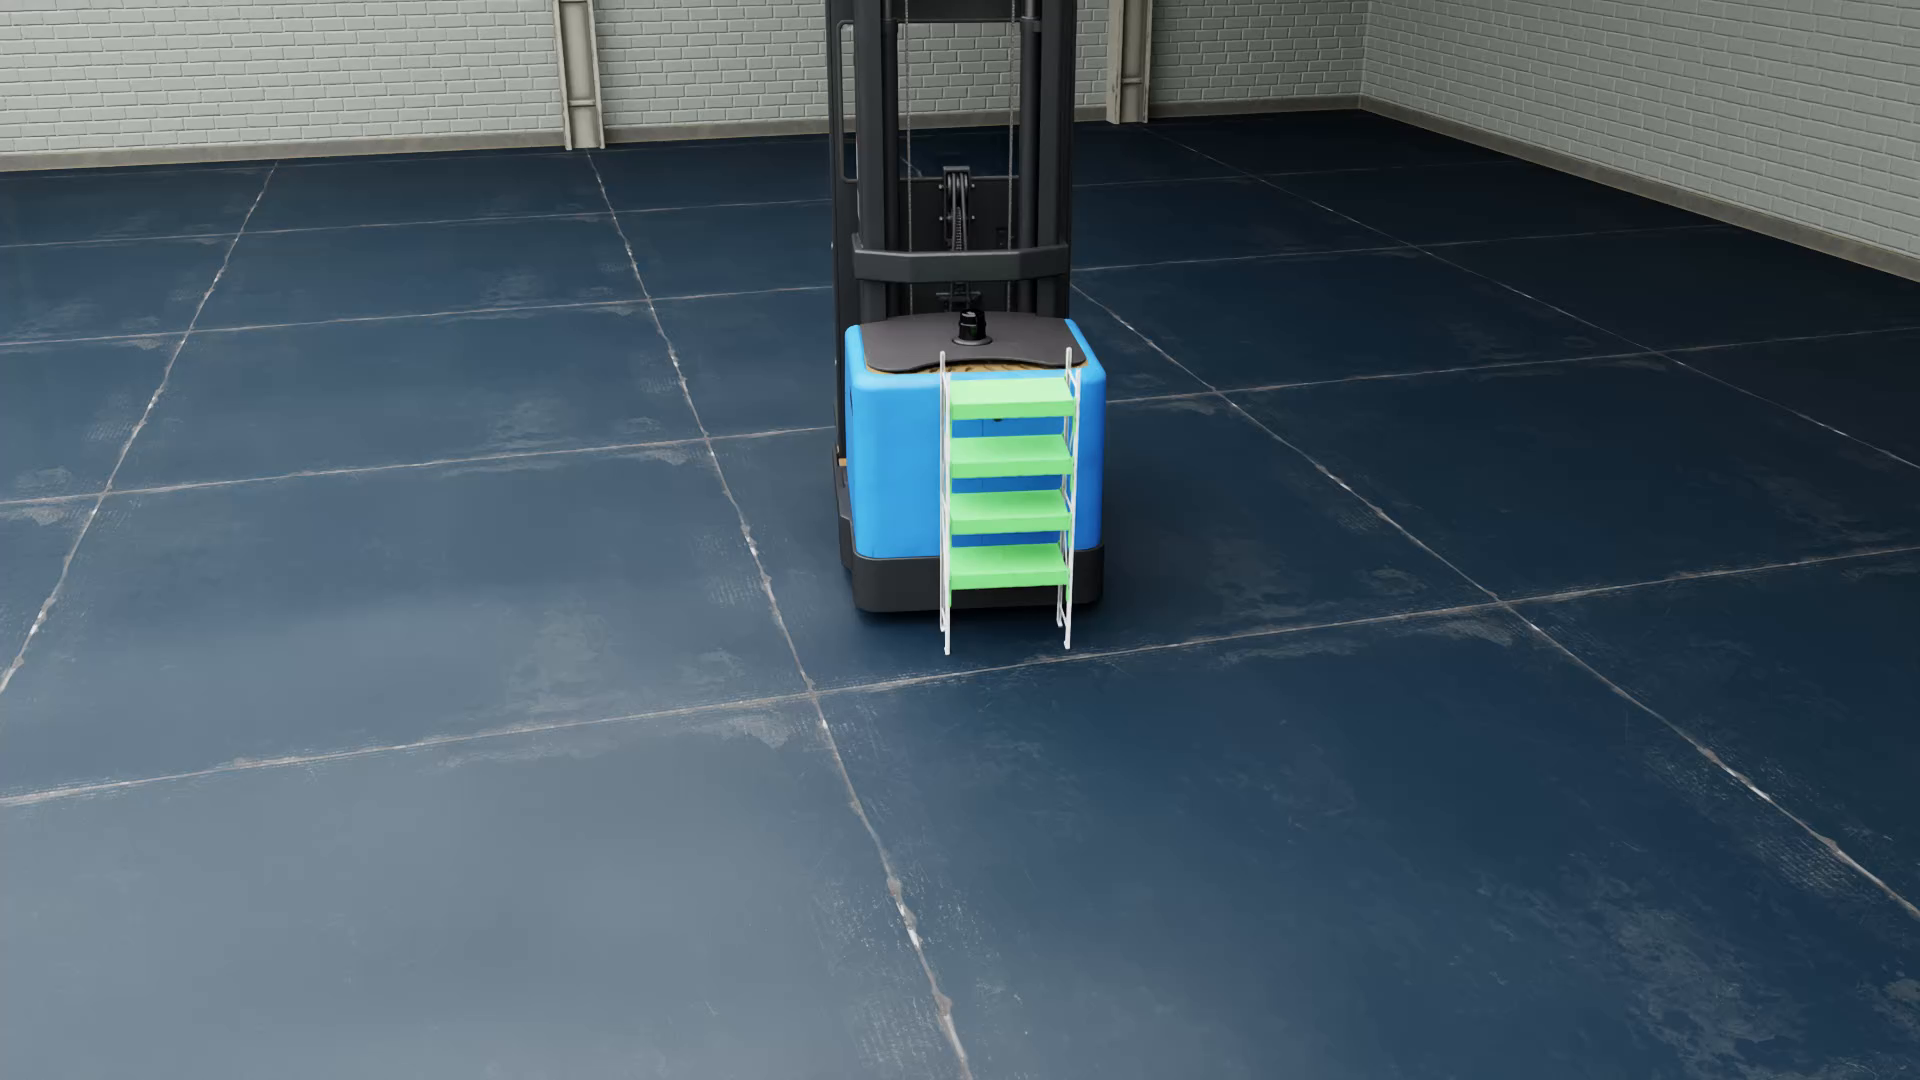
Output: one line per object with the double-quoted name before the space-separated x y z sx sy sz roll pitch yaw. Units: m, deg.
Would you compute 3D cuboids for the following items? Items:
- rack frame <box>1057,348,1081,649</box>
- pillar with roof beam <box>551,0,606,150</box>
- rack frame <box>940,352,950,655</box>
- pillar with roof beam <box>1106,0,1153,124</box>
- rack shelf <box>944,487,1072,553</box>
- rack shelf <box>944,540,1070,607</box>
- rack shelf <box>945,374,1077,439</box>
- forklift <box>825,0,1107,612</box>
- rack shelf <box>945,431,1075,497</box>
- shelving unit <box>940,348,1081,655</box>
"rack frame" 0.427 -0.149 6.558 0.015 1.200 0.240 -2 27 -5
"pillar with roof beam" -2.733 -6.590 11.695 0.400 9.000 9.100 -6 24 -14
"rack frame" -0.059 -0.129 6.511 0.015 1.200 0.240 -2 27 -5
"pillar with roof beam" 3.044 -7.229 13.185 0.400 9.000 9.100 -6 24 -14
"rack shelf" 0.184 -0.082 6.563 0.480 0.148 0.258 -2 27 -5
"rack shelf" 0.182 0.133 6.670 0.480 0.148 0.258 -2 27 -5
"rack shelf" 0.186 -0.511 6.348 0.480 0.148 0.258 -2 27 -5
"forklift" -0.065 -1.592 7.743 1.130 2.935 3.031 -2 23 -5
"rack shelf" 0.185 -0.297 6.456 0.480 0.148 0.258 -2 27 -5
"shelving unit" 0.184 -0.139 6.534 0.503 1.200 0.258 -2 27 -5
